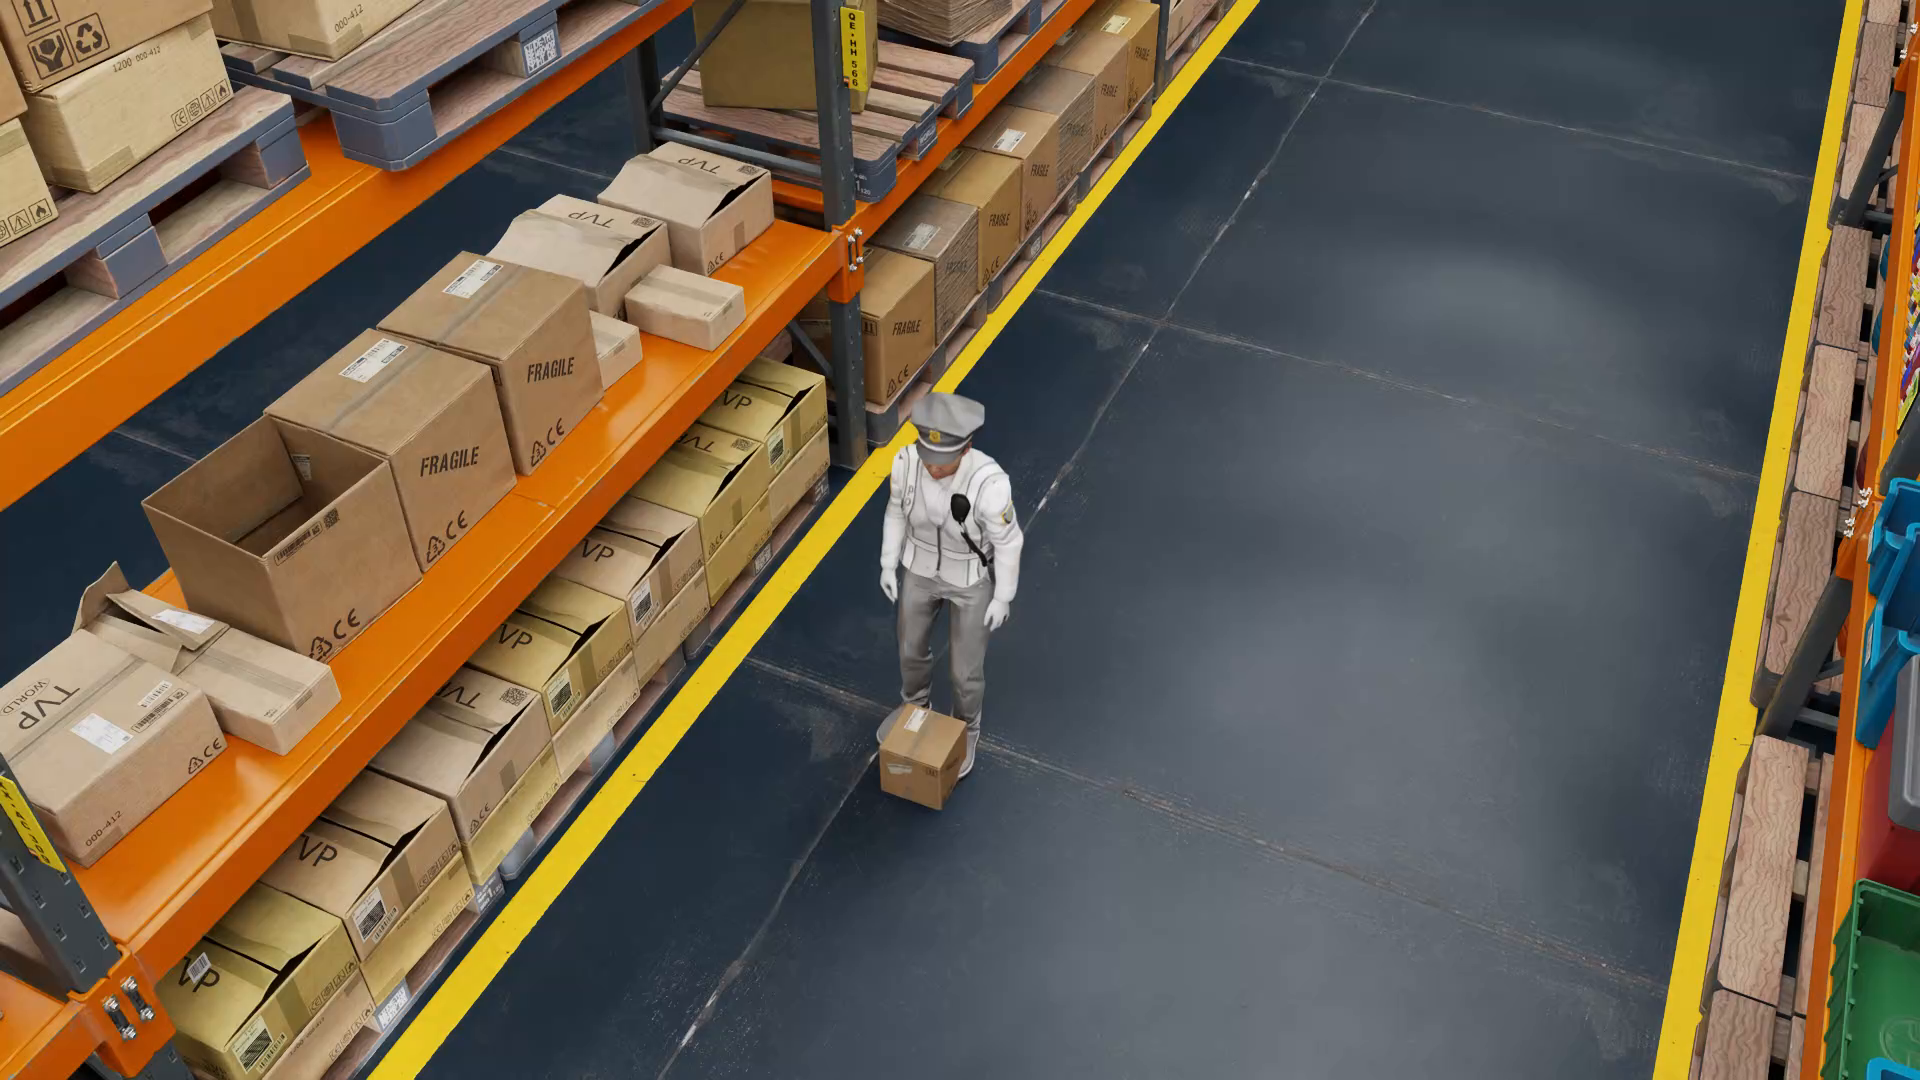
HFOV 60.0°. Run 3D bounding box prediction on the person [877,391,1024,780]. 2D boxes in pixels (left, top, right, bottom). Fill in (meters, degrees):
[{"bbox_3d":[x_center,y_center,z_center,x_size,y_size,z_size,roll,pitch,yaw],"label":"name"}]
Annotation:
[{"bbox_3d":[-0.050,0.160,5.981,0.522,1.663,0.413,16,45,17],"label":"person"}]
